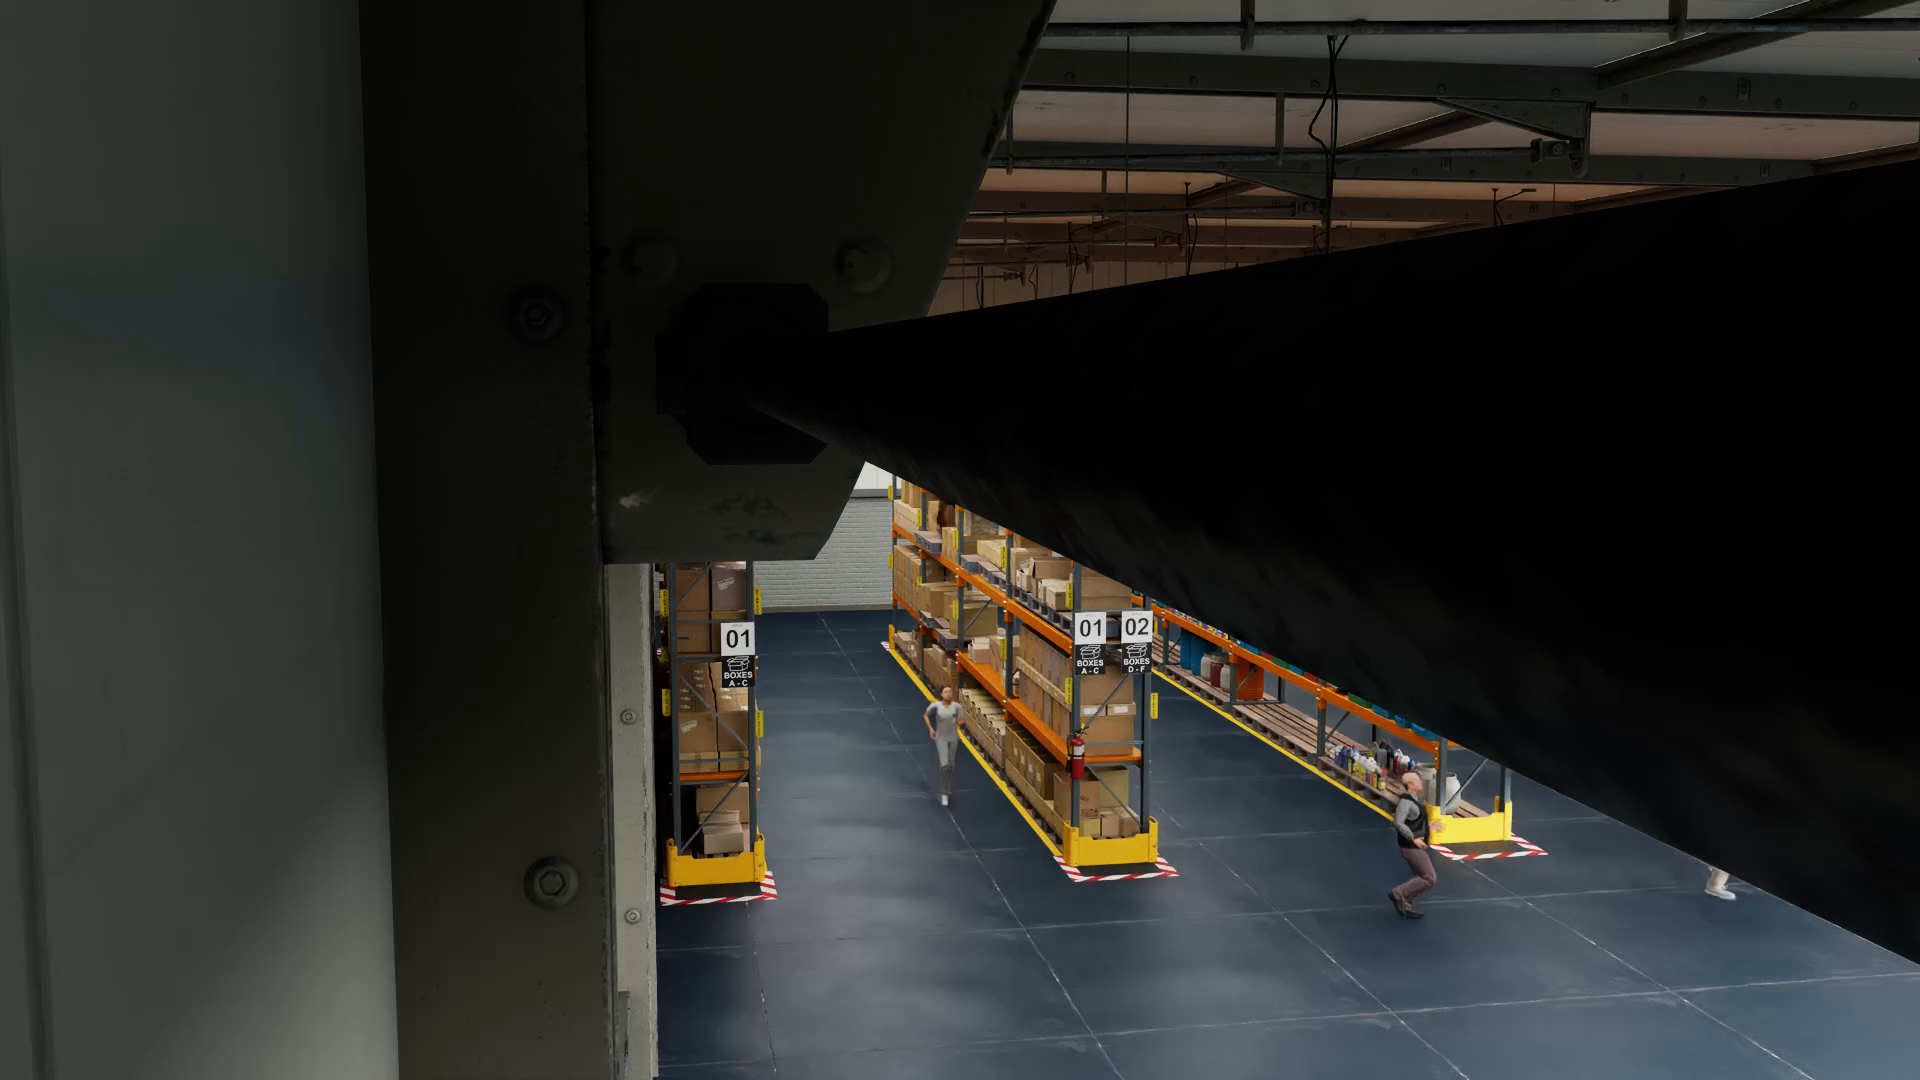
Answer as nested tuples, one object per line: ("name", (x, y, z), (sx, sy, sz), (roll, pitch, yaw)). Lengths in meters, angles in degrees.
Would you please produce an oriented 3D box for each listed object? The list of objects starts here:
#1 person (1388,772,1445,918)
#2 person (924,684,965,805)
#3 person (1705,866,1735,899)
("person", (5.173, 3.460, 18.828), (0.591, 1.675, 0.654), (2, 6, 17))
("person", (-0.204, 2.920, 23.949), (0.548, 1.726, 0.709), (-2, 6, -17))
("person", (9.113, 3.381, 19.589), (0.548, 1.688, 0.674), (3, 7, 29))
